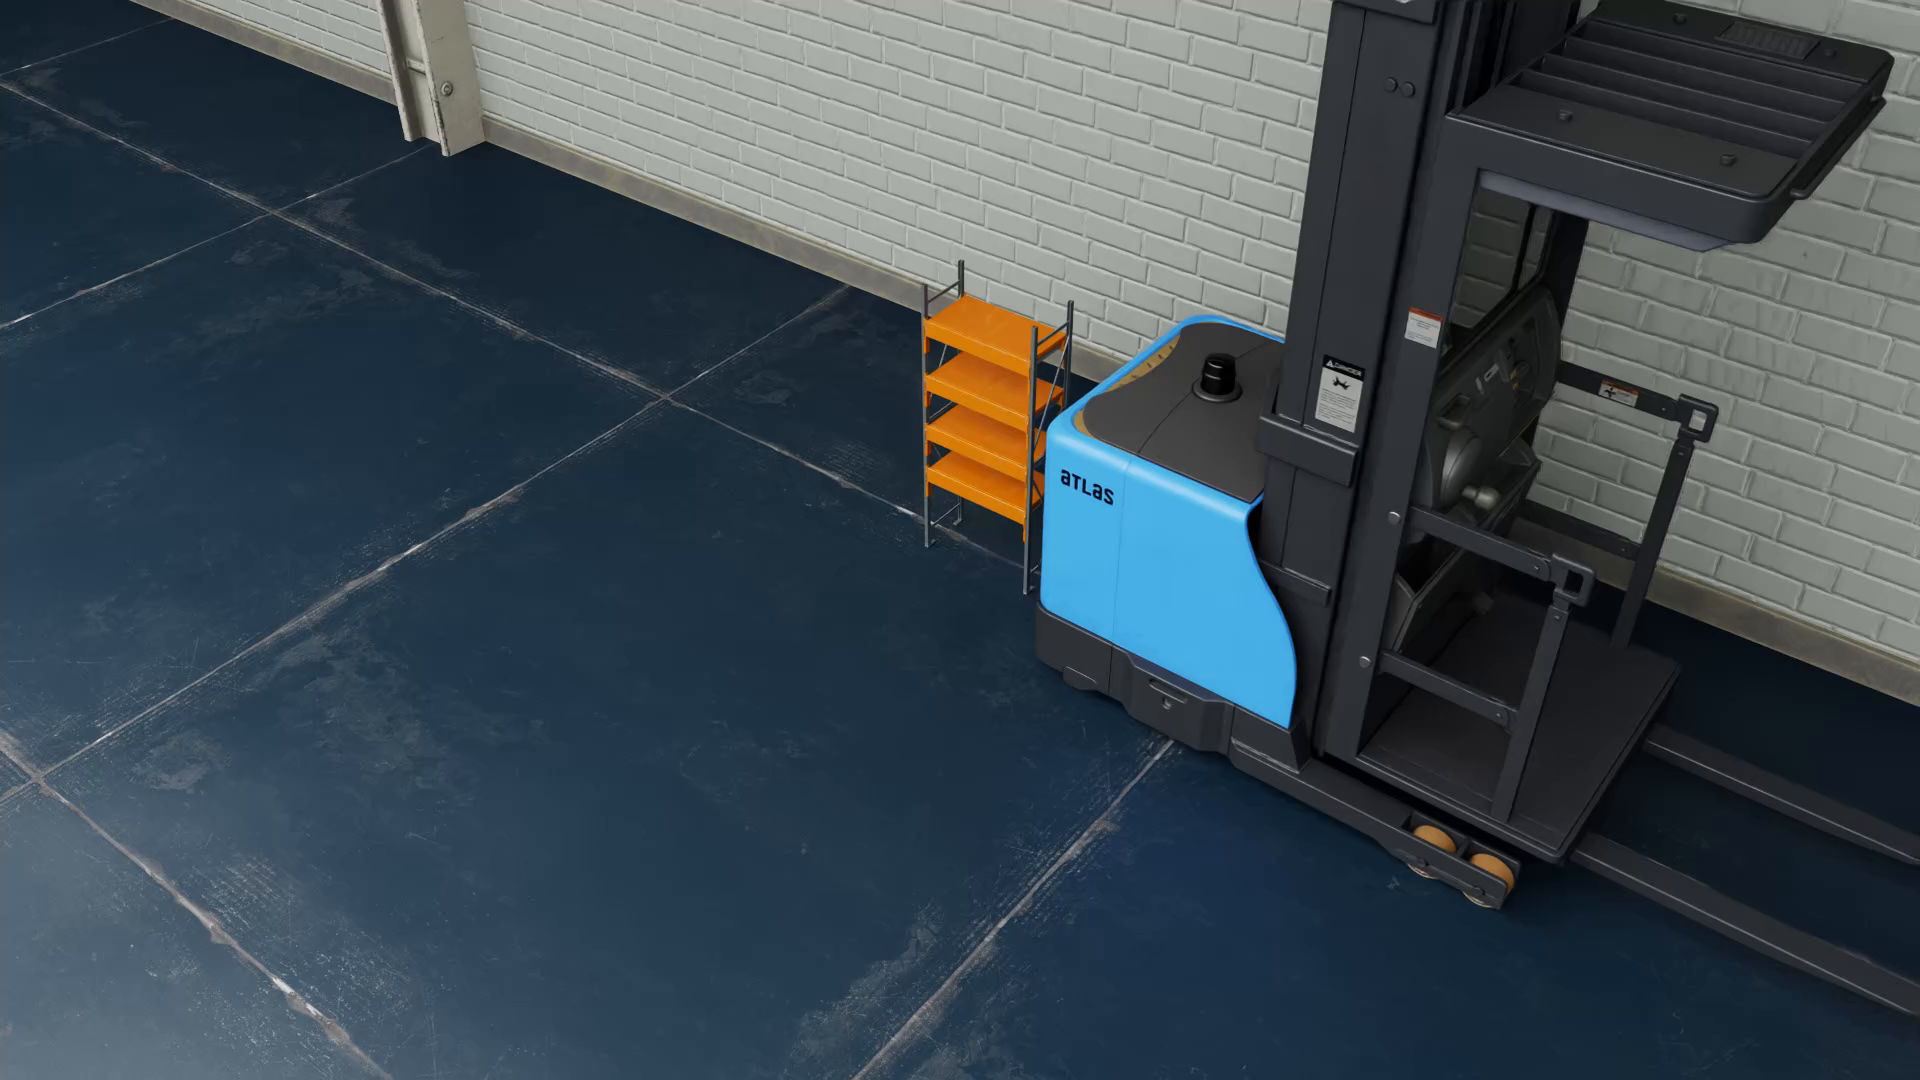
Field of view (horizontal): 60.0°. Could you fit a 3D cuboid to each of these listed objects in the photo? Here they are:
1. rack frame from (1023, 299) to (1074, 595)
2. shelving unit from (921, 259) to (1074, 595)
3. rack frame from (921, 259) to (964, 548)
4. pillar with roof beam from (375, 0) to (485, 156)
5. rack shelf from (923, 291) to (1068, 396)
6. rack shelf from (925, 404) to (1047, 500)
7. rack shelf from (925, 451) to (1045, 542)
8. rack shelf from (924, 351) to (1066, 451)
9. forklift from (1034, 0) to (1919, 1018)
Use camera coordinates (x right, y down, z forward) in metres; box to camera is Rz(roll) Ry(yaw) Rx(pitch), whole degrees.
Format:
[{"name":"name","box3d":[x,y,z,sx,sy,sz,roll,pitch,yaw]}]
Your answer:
[{"name":"rack frame","box3d":[0.325,-0.319,6.184,0.015,1.200,0.240,25,45,29]},{"name":"shelving unit","box3d":[0.131,-0.410,6.301,0.503,1.200,0.258,25,45,29]},{"name":"rack frame","box3d":[-0.062,-0.502,6.418,0.015,1.200,0.240,25,45,29]},{"name":"pillar with roof beam","box3d":[-5.624,-3.789,4.290,0.400,9.000,9.100,25,45,29]},{"name":"rack shelf","box3d":[0.131,-0.720,6.059,0.480,0.148,0.258,25,45,29]},{"name":"rack shelf","box3d":[0.131,-0.357,6.342,0.480,0.148,0.258,25,45,29]},{"name":"rack shelf","box3d":[0.131,-0.201,6.465,0.480,0.148,0.258,25,45,29]},{"name":"rack shelf","box3d":[0.131,-0.534,6.205,0.480,0.148,0.258,25,45,29]},{"name":"forklift","box3d":[1.747,-0.367,4.841,3.031,2.935,1.130,26,45,29]}]
